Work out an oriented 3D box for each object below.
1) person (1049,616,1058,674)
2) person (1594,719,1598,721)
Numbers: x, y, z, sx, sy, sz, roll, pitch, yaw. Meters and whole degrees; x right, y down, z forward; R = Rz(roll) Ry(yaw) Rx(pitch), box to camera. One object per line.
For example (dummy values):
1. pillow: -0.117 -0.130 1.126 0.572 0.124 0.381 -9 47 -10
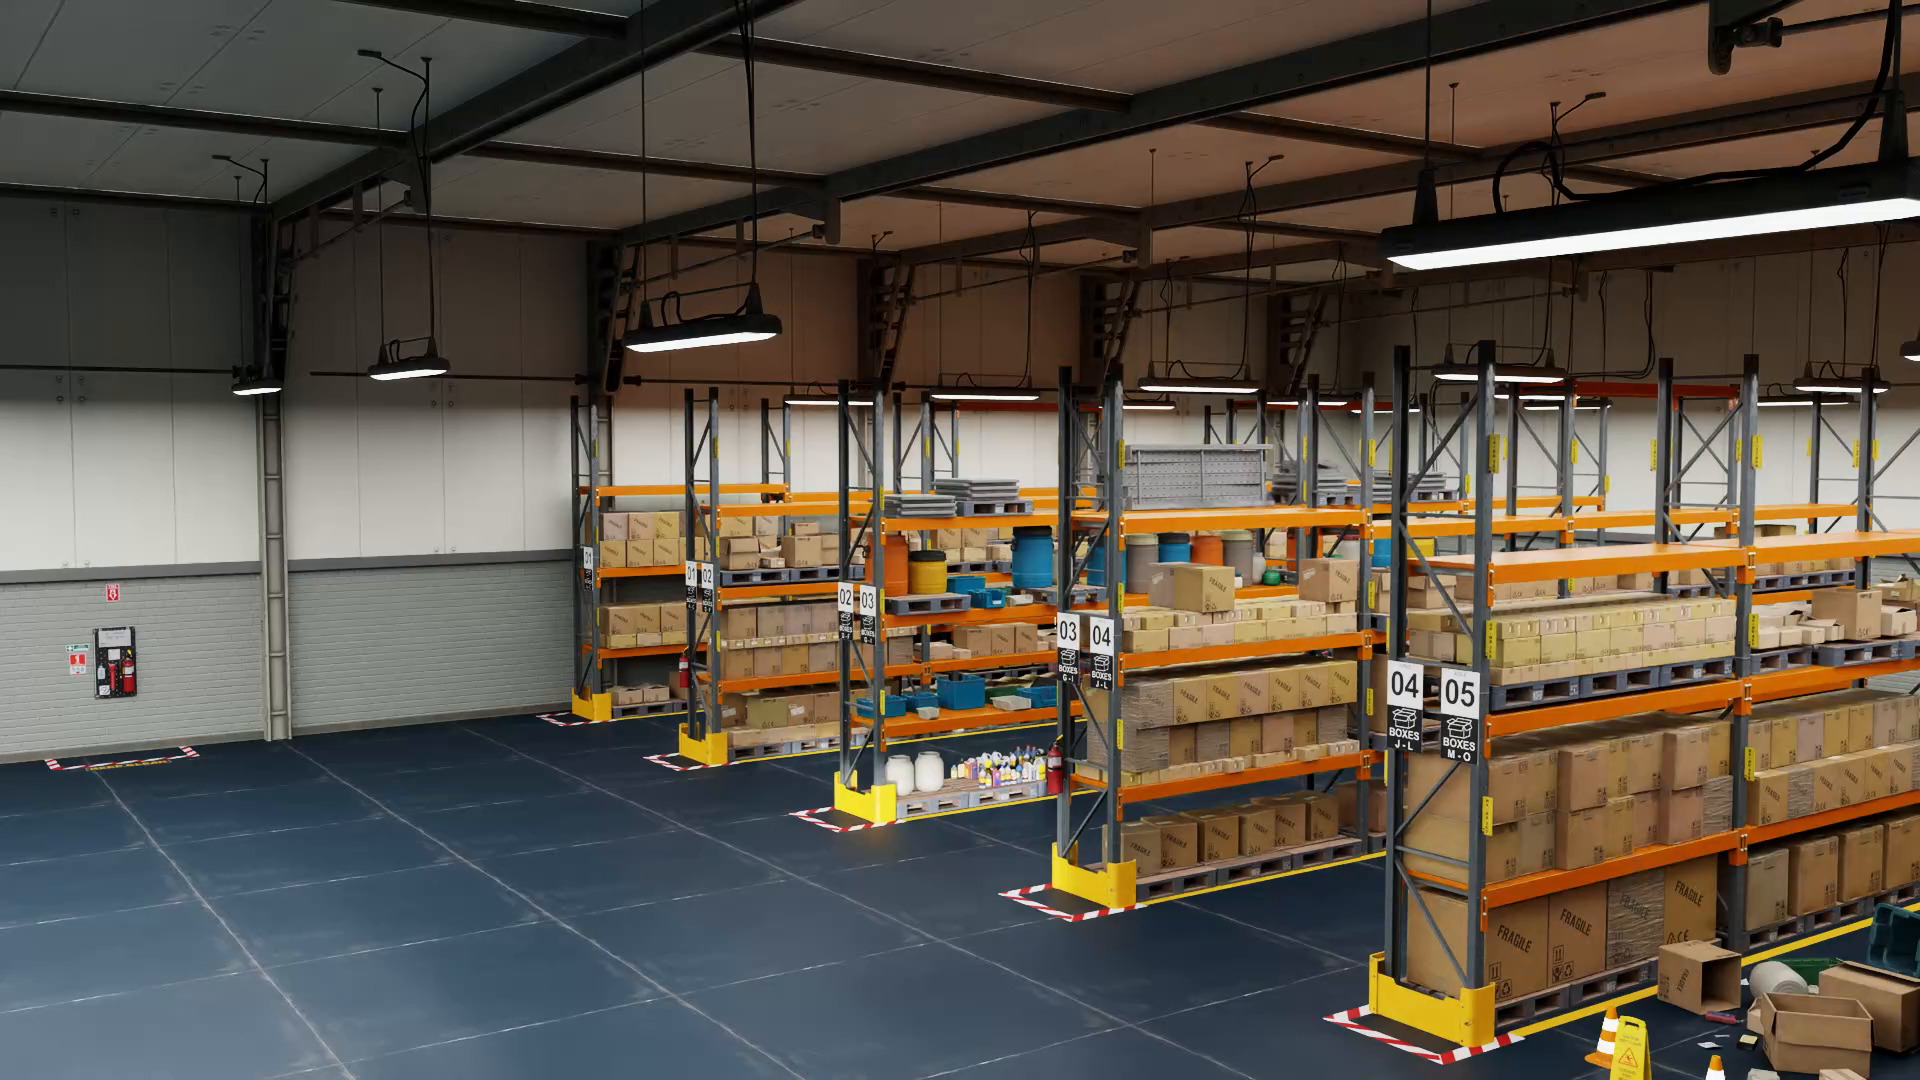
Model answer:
1. person: 1.992 2.332 33.816 0.392 1.703 0.500 0 3 0
2. person: 8.073 2.986 21.543 0.590 1.771 0.485 -1 4 -19
